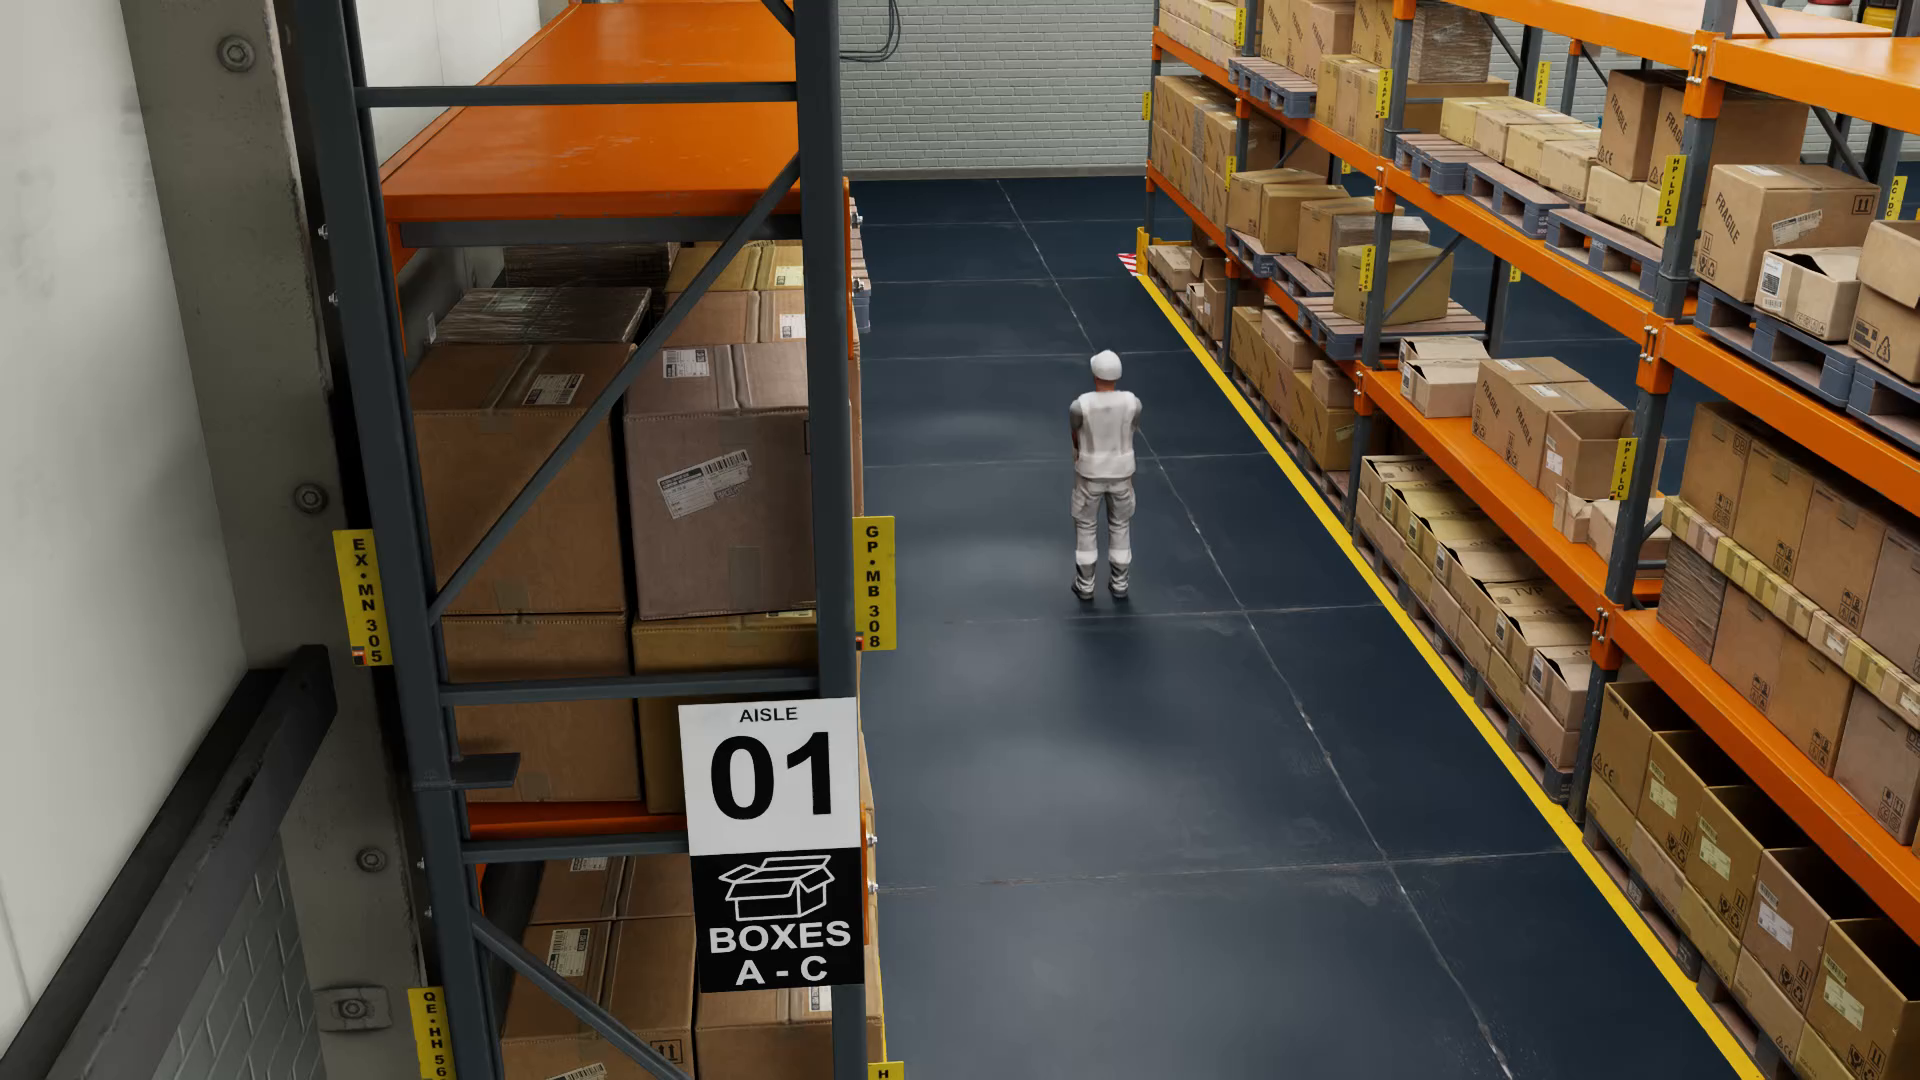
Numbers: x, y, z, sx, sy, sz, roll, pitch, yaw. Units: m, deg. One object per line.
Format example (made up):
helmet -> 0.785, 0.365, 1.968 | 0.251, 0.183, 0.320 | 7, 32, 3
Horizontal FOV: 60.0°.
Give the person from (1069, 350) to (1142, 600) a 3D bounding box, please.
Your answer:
person -> 0.963, -0.486, 11.420 | 0.494, 1.784, 0.564 | -2, 24, -4
